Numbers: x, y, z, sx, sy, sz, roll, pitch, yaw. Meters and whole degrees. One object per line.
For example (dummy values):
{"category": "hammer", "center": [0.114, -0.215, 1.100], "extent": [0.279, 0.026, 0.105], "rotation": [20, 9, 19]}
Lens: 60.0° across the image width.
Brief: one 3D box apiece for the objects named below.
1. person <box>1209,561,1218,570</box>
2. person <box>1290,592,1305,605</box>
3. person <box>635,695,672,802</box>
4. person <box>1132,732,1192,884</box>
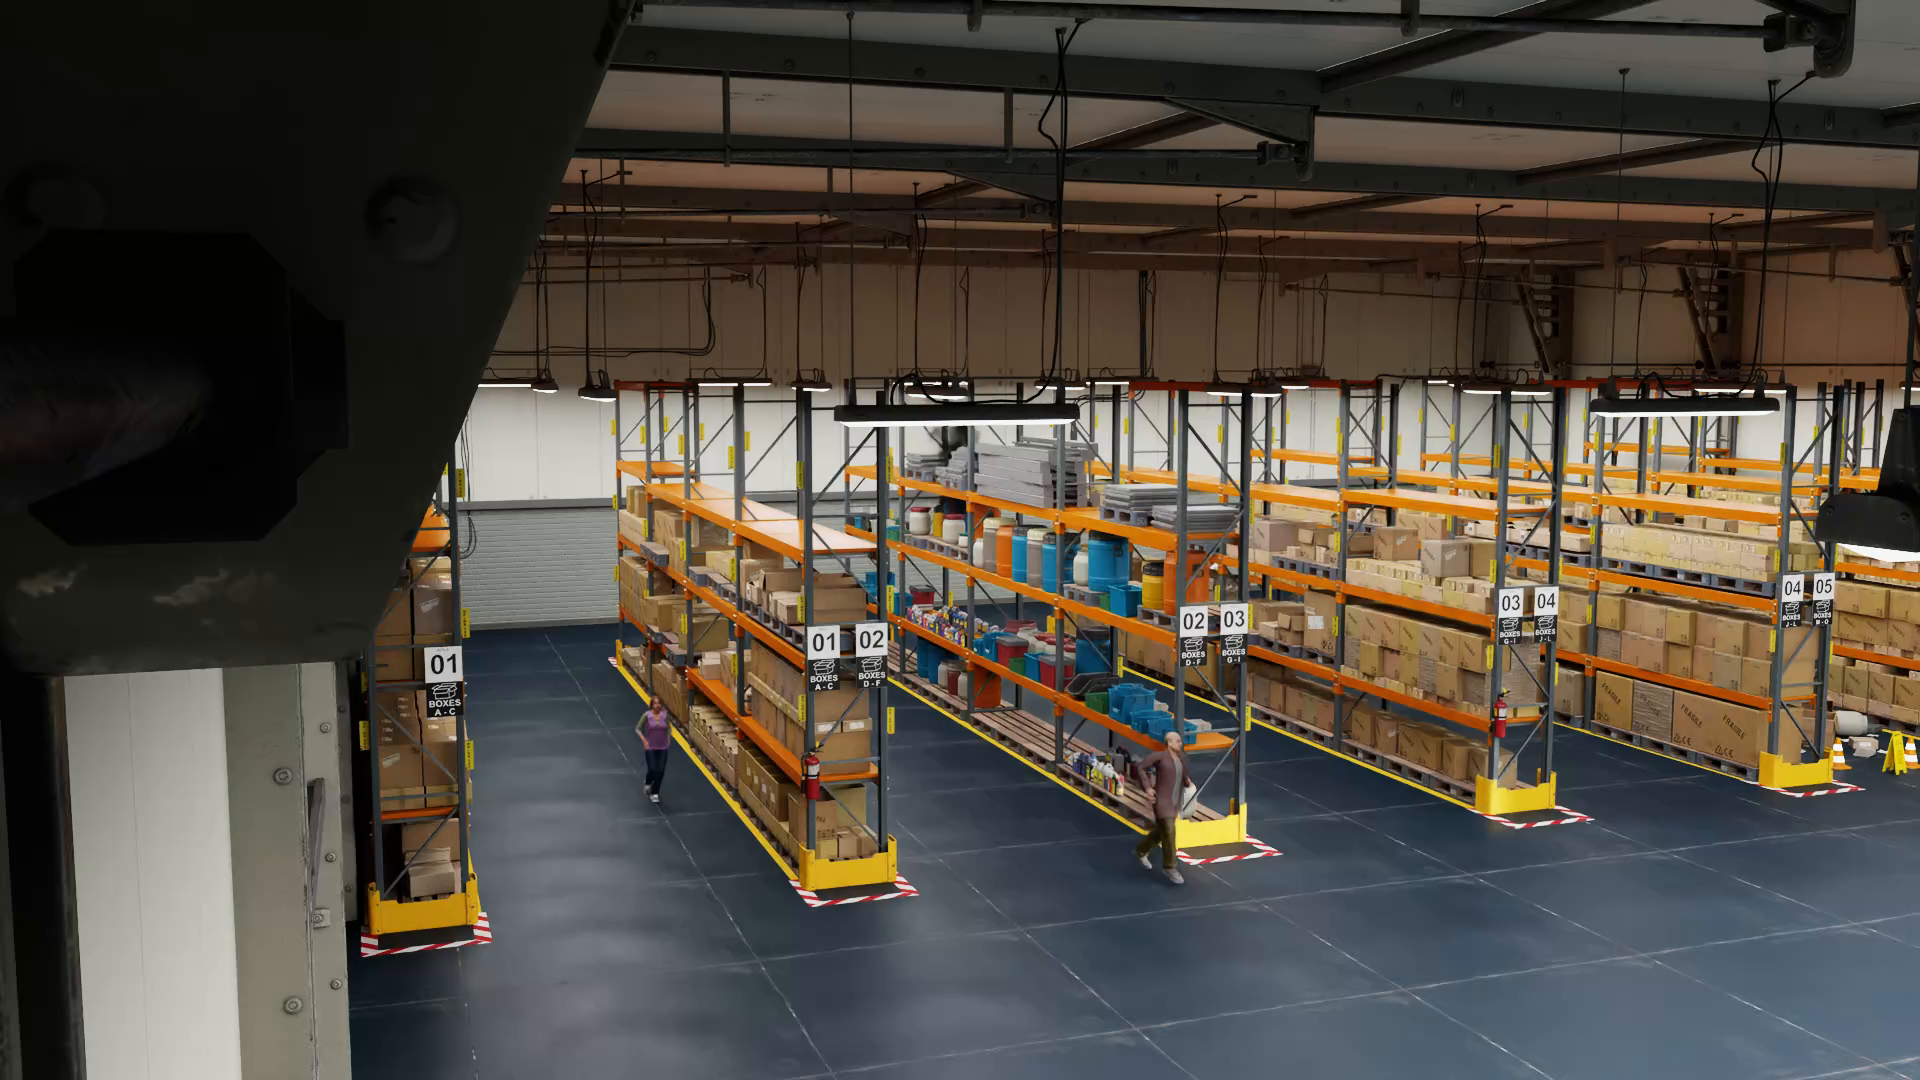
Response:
{"category": "person", "center": [6.175, 1.142, 40.864], "extent": [1.109, 1.720, 0.697], "rotation": [-2, 6, -21]}
{"category": "person", "center": [8.325, 1.182, 40.985], "extent": [0.780, 1.692, 0.637], "rotation": [4, 7, 34]}
{"category": "person", "center": [-4.390, 3.019, 24.016], "extent": [0.518, 1.554, 0.526], "rotation": [-3, 7, -26]}
{"category": "person", "center": [2.618, 3.260, 20.659], "extent": [0.738, 1.740, 0.996], "rotation": [-5, 8, -40]}
